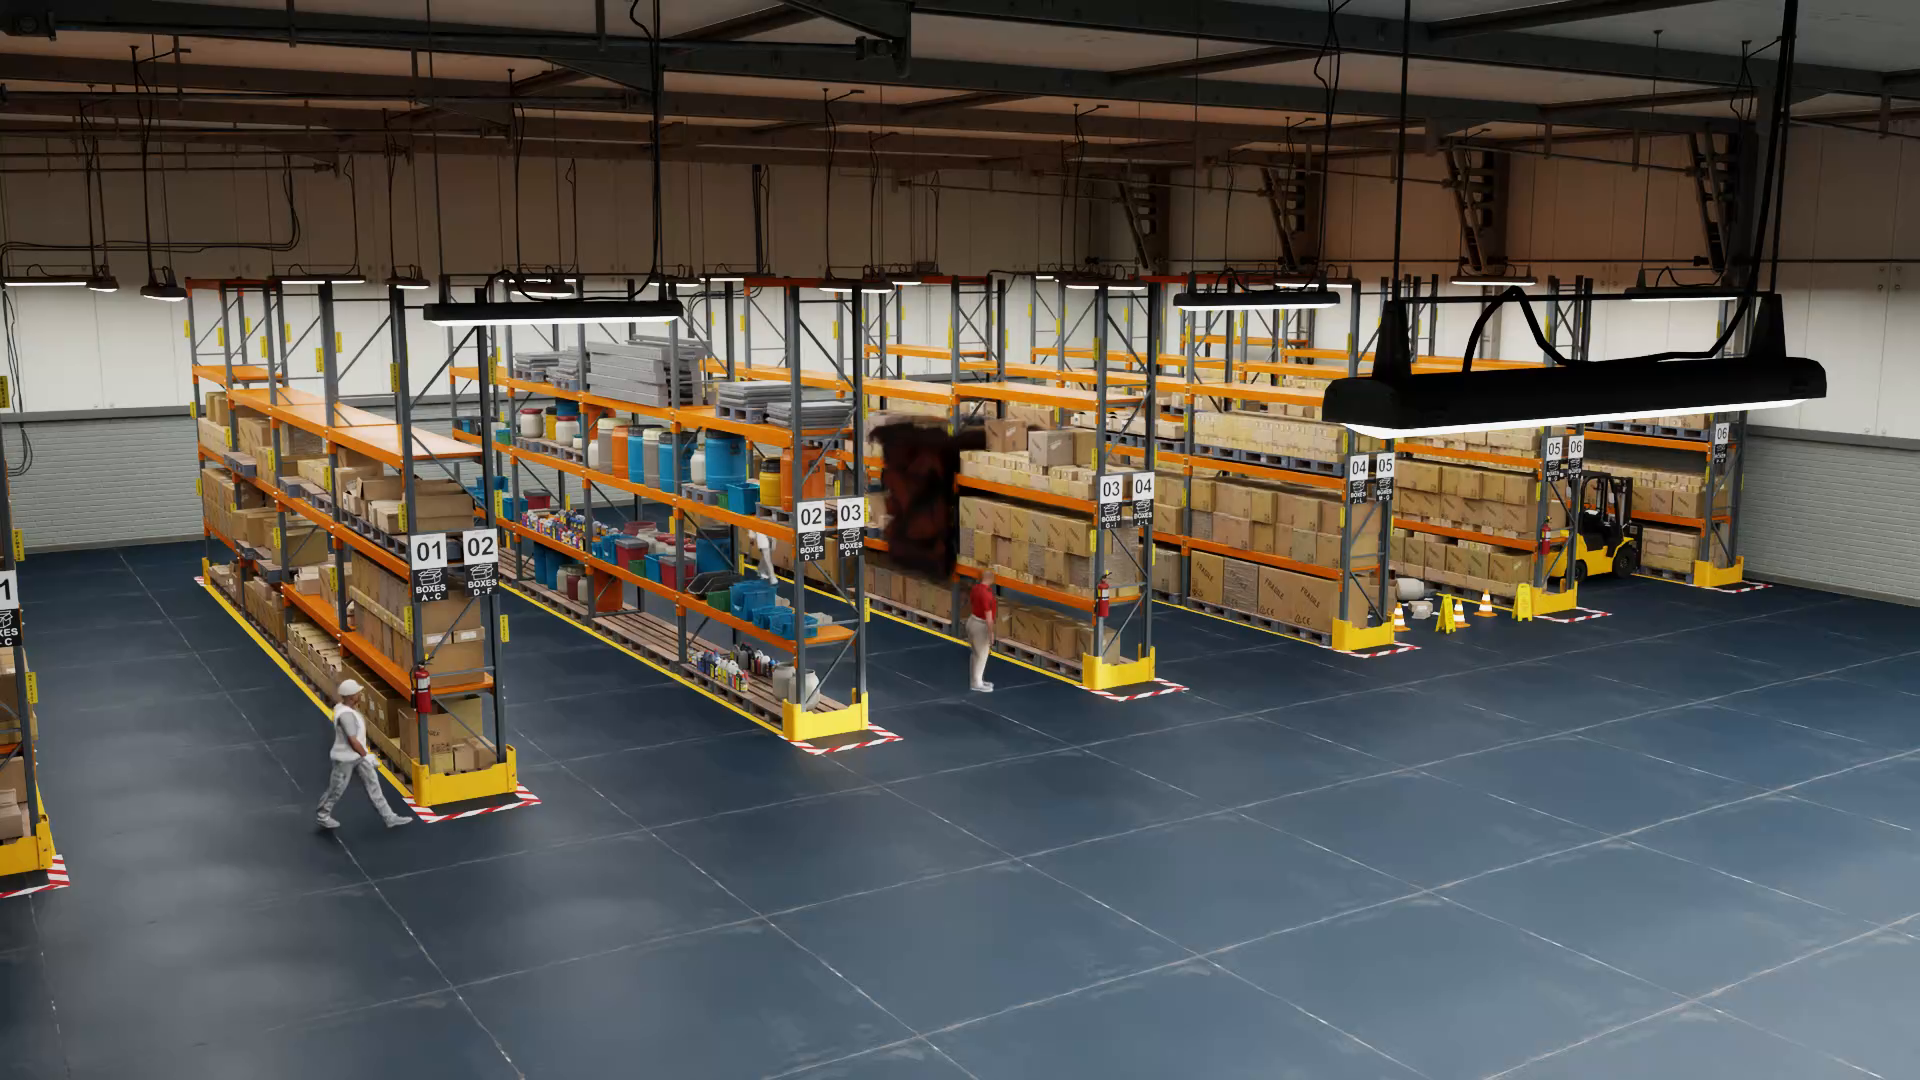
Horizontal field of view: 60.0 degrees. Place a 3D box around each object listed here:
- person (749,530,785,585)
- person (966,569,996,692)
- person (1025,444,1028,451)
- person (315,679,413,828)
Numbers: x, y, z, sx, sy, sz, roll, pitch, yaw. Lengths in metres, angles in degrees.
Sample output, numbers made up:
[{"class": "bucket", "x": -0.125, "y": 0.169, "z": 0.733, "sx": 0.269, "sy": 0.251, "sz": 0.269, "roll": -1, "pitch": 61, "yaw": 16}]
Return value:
[{"class": "person", "x": -3.627, "y": -0.059, "z": 31.398, "sx": 0.654, "sy": 1.729, "sz": 1.103, "roll": -6, "pitch": 11, "yaw": -33}, {"class": "person", "x": 0.305, "y": 1.275, "z": 23.531, "sx": 0.394, "sy": 1.738, "sz": 0.576, "roll": -3, "pitch": 10, "yaw": -20}, {"class": "person", "x": 1.668, "y": -2.003, "z": 44.648, "sx": 0.866, "sy": 1.728, "sz": 0.596, "roll": -7, "pitch": 12, "yaw": -36}, {"class": "person", "x": -6.694, "y": 2.393, "z": 18.432, "sx": 1.106, "sy": 1.721, "sz": 0.487, "roll": 1, "pitch": 10, "yaw": 7}]
